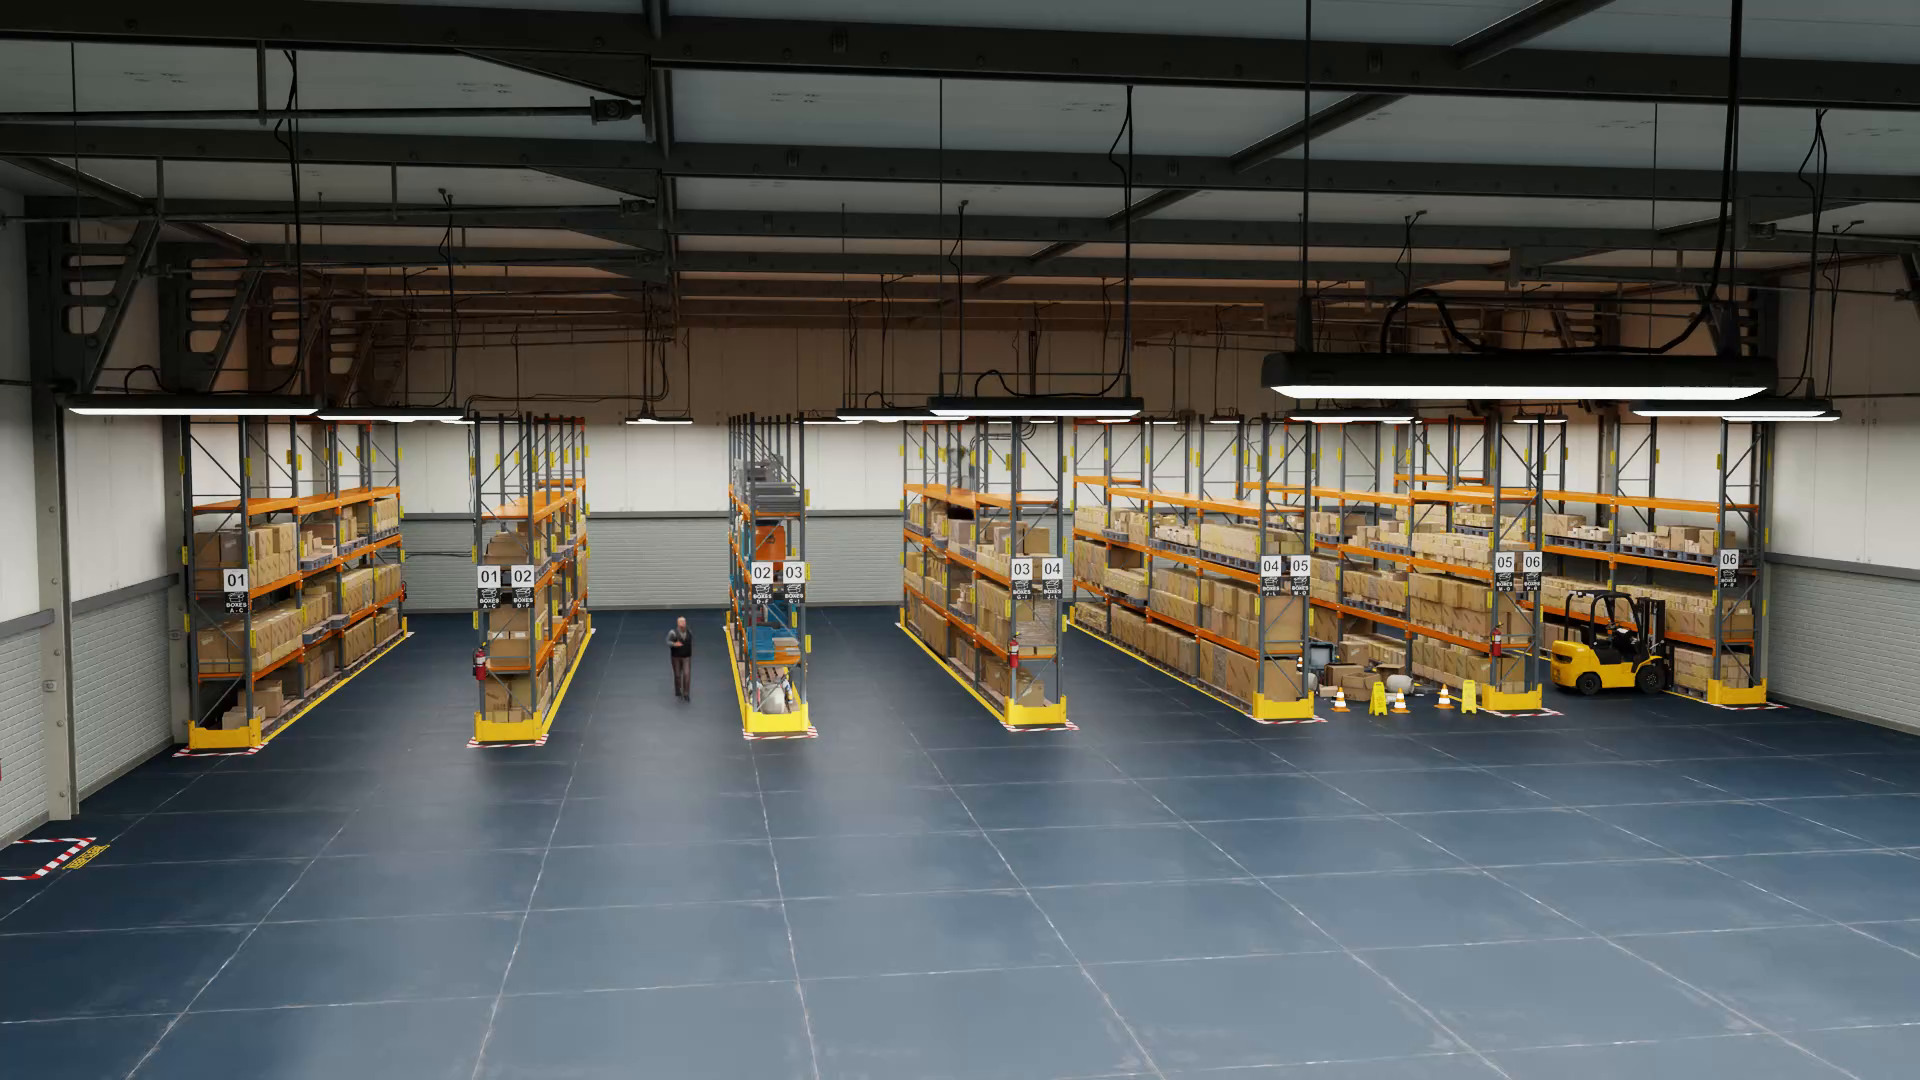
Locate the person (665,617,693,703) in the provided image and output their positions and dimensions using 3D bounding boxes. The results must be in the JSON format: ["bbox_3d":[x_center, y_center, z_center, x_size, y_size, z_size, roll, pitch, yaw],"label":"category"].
[{"bbox_3d":[-5.870,2.492,34.869,0.635,1.762,0.871,-1,4,-21],"label":"person"}]

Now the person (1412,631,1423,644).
[{"bbox_3d":[11.647,2.005,42.169,0.671,1.772,0.798,-1,4,-18],"label":"person"}]
